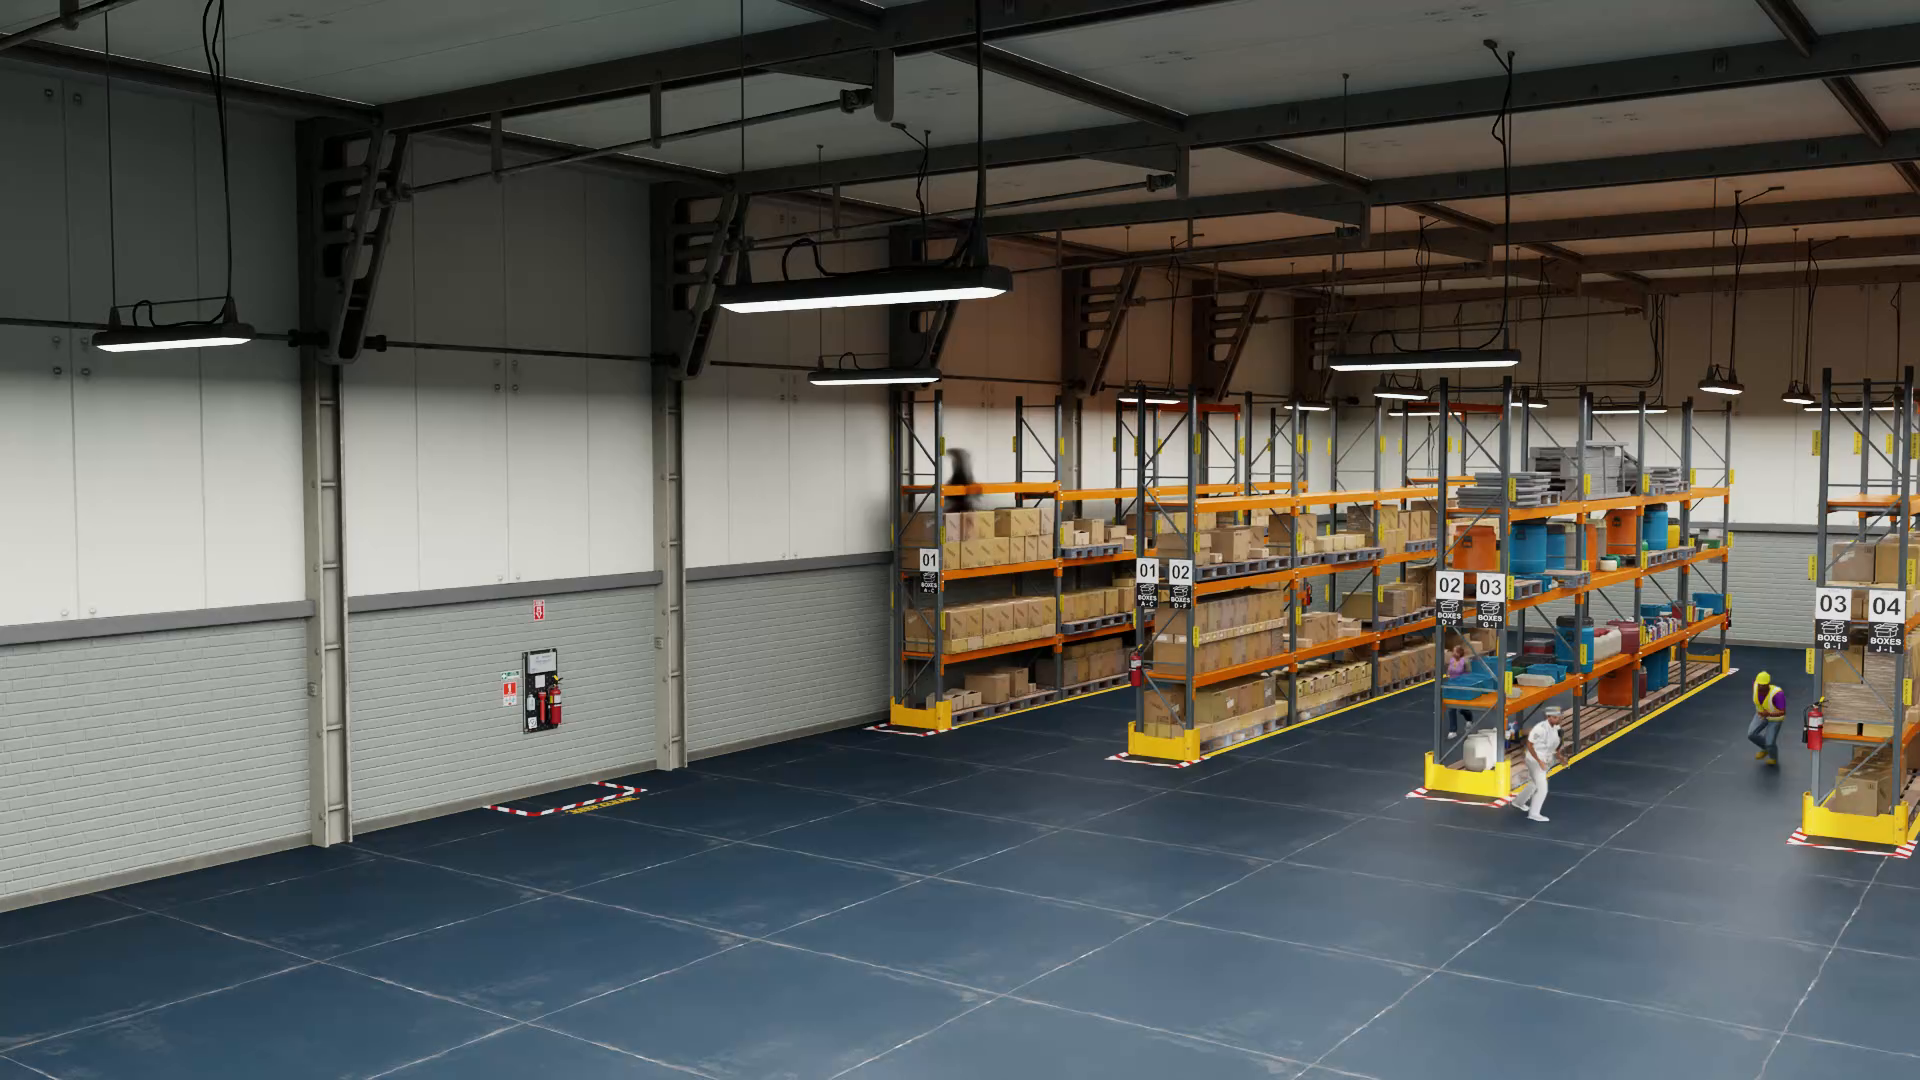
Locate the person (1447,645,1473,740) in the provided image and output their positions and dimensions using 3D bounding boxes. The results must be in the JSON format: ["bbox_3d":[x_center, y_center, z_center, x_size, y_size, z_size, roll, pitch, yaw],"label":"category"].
[{"bbox_3d":[8.617,2.604,28.658,0.545,1.604,0.800,3,4,39],"label":"person"}]

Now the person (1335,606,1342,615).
[{"bbox_3d":[8.837,2.167,37.951,0.599,1.384,0.933,2,4,26],"label":"person"}]

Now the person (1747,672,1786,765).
[{"bbox_3d":[12.545,2.772,25.855,0.991,1.520,0.732,-2,4,-34],"label":"person"}]

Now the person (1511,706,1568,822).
[{"bbox_3d":[7.725,2.959,22.302,0.597,1.585,0.816,-3,4,-41],"label":"person"}]
